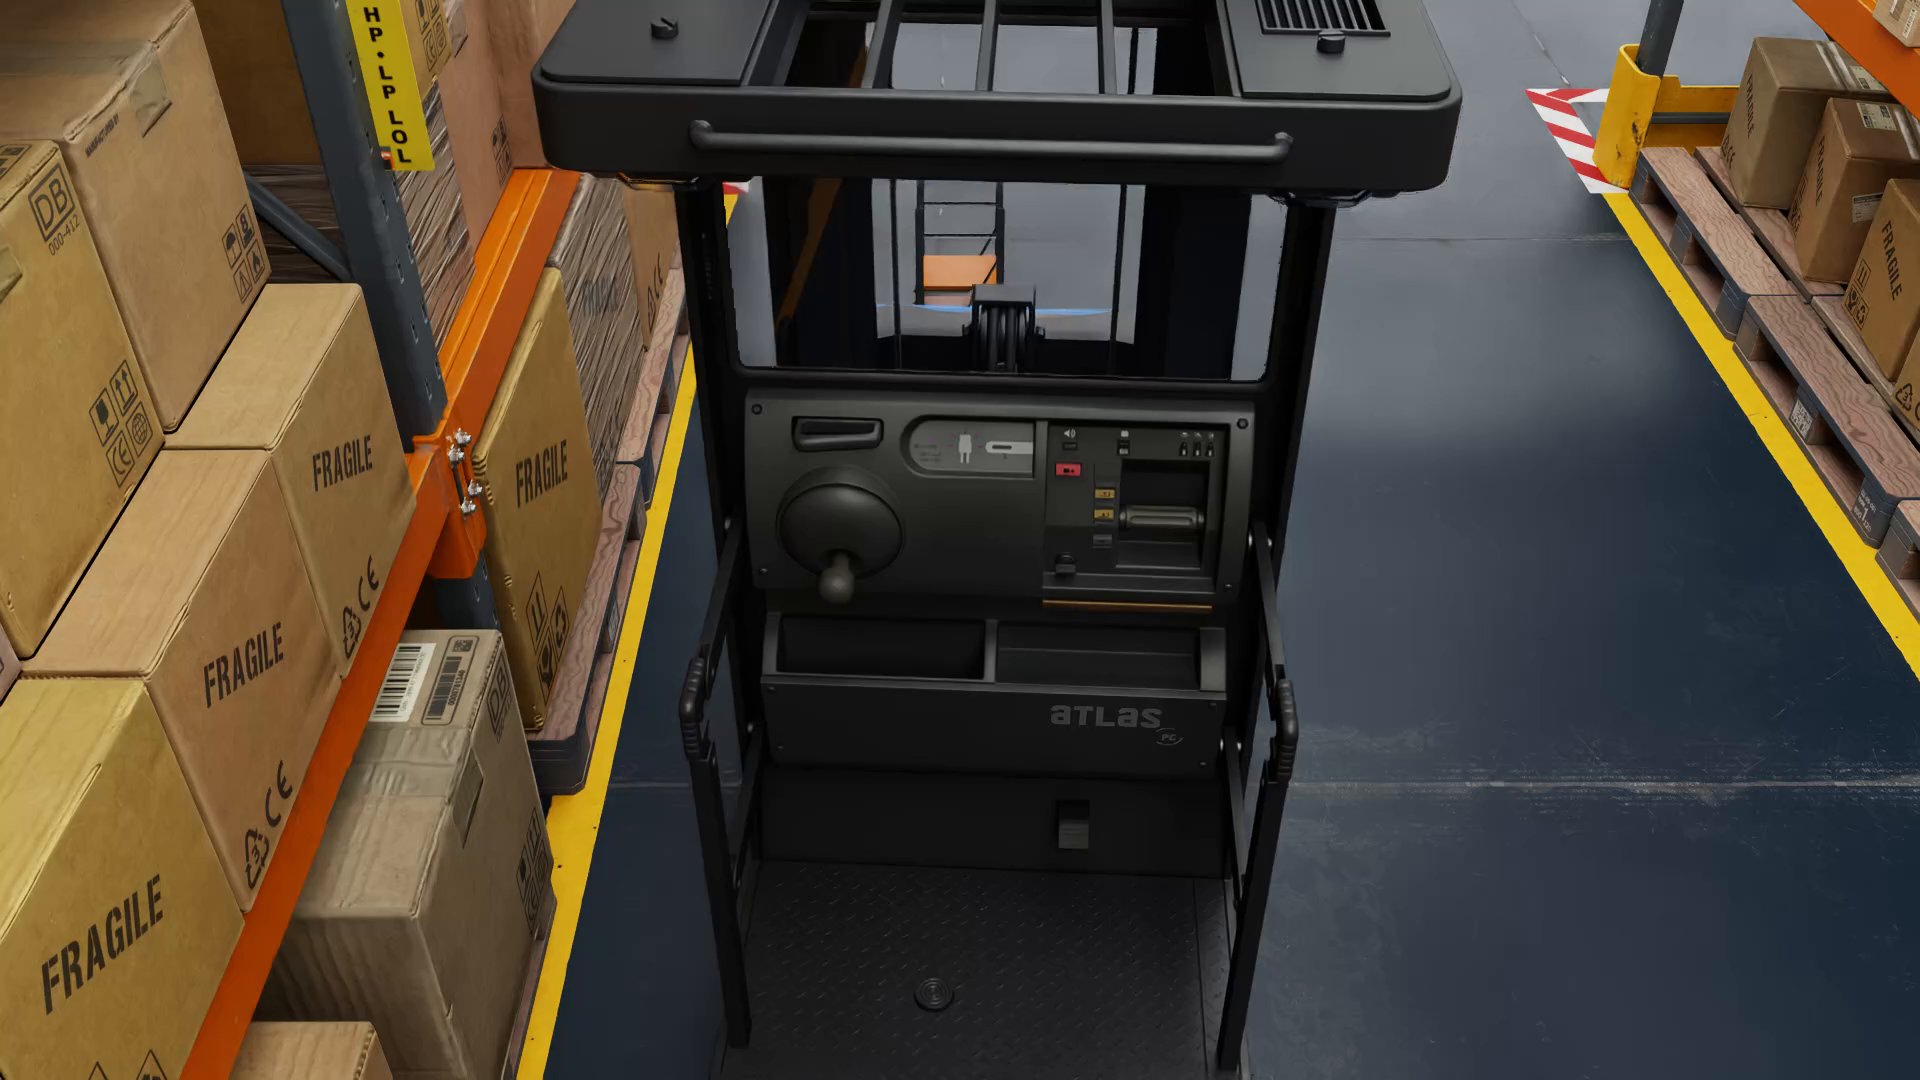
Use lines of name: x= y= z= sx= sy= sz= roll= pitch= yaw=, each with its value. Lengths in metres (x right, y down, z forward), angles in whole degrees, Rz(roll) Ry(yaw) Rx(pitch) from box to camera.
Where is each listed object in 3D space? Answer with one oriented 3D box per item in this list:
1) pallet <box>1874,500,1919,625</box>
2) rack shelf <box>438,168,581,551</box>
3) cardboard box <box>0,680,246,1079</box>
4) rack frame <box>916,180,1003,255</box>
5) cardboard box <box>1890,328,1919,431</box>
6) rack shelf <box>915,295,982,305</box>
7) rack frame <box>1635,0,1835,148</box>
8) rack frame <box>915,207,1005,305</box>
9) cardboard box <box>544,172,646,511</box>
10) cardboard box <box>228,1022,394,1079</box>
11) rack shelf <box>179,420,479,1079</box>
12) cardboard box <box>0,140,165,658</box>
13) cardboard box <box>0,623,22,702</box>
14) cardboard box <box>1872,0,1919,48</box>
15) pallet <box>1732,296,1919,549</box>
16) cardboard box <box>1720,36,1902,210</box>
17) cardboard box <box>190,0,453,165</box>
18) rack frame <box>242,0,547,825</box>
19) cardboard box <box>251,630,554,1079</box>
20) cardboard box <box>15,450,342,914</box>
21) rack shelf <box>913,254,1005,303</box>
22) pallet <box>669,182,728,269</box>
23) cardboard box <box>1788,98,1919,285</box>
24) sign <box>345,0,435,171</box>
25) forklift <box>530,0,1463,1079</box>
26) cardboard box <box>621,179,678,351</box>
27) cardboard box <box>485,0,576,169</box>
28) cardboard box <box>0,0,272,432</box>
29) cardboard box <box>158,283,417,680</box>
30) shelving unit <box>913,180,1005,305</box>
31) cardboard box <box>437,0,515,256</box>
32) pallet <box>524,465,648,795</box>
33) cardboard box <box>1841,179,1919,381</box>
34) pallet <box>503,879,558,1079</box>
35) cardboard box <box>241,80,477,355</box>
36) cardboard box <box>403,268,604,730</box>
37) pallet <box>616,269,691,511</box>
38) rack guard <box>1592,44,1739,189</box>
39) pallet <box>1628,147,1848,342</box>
pallet: x=3.349 y=0.336 z=4.662 sx=1.003 sy=0.211 sz=1.213 roll=0 pitch=39 yaw=0
rack shelf: x=-1.578 y=-1.362 z=5.126 sx=1.077 sy=0.370 sz=4.000 roll=0 pitch=39 yaw=0
cardboard box: x=-1.306 y=0.527 z=2.114 sx=0.500 sy=0.500 sz=0.500 roll=0 pitch=39 yaw=0
rack frame: x=0.000 y=-0.534 z=4.957 sx=0.240 sy=1.200 sz=0.006 roll=0 pitch=39 yaw=0
cardboard box: x=3.337 y=-0.518 z=5.160 sx=0.500 sy=0.500 sz=0.500 roll=-3 pitch=39 yaw=-4
rack shelf: x=0.000 y=-0.630 z=4.764 sx=0.258 sy=0.103 sz=0.180 roll=0 pitch=39 yaw=0
rack frame: x=3.380 y=-2.834 z=6.388 sx=1.000 sy=3.000 sz=0.127 roll=0 pitch=39 yaw=0
rack frame: x=0.000 y=-0.420 z=4.815 sx=0.240 sy=1.200 sz=0.006 roll=0 pitch=39 yaw=0
cardboard box: x=-1.511 y=-0.684 z=5.068 sx=0.875 sy=0.875 sz=0.875 roll=0 pitch=39 yaw=0
cardboard box: x=-1.487 y=1.313 z=2.676 sx=1.050 sy=0.750 sz=0.750 roll=0 pitch=39 yaw=0
rack shelf: x=-1.573 y=1.139 z=2.005 sx=1.077 sy=0.370 sz=4.000 roll=0 pitch=39 yaw=0
cardboard box: x=-1.566 y=-0.189 z=2.208 sx=0.700 sy=0.500 sz=0.500 roll=-1 pitch=39 yaw=-1
cardboard box: x=-1.566 y=0.127 z=1.814 sx=0.700 sy=0.500 sz=0.500 roll=0 pitch=39 yaw=0
cardboard box: x=3.047 y=-1.619 z=5.073 sx=0.380 sy=0.149 sz=0.250 roll=0 pitch=39 yaw=0
pallet: x=3.344 y=-0.429 z=5.617 sx=1.003 sy=0.211 sz=1.213 roll=0 pitch=39 yaw=0
cardboard box: x=3.364 y=-1.632 z=6.551 sx=0.500 sy=0.500 sz=0.500 roll=7 pitch=39 yaw=8
cardboard box: x=-1.541 y=-1.103 z=3.244 sx=0.875 sy=0.550 sz=0.550 roll=0 pitch=39 yaw=0
rack frame: x=-1.575 y=-0.392 z=3.341 sx=1.000 sy=3.000 sz=0.127 roll=0 pitch=39 yaw=0
cardboard box: x=-1.485 y=0.710 z=3.429 sx=1.050 sy=0.750 sz=0.750 roll=0 pitch=39 yaw=0
cardboard box: x=-1.307 y=0.211 z=2.508 sx=0.500 sy=0.500 sz=0.500 roll=0 pitch=39 yaw=-1
rack shelf: x=0.000 y=-0.724 z=4.689 sx=0.258 sy=0.103 sz=0.180 roll=0 pitch=39 yaw=0
pallet: x=-1.501 y=-1.305 z=6.710 sx=1.003 sy=0.211 sz=1.213 roll=0 pitch=39 yaw=0
cardboard box: x=3.399 y=-1.258 z=6.084 sx=0.500 sy=0.500 sz=0.500 roll=10 pitch=40 yaw=12
sign: x=-1.033 y=-0.820 z=3.012 sx=0.100 sy=0.325 sz=0.005 roll=0 pitch=39 yaw=0
forklift: x=0.059 y=0.006 z=2.899 sx=1.130 sy=2.935 sz=3.031 roll=2 pitch=39 yaw=2
cardboard box: x=-1.510 y=-1.254 z=5.780 sx=0.875 sy=0.875 sz=0.875 roll=-1 pitch=39 yaw=-1
cardboard box: x=-1.494 y=-1.363 z=4.432 sx=0.875 sy=0.550 sz=0.550 roll=0 pitch=39 yaw=0
cardboard box: x=-1.569 y=-0.511 z=2.609 sx=0.700 sy=0.500 sz=0.500 roll=-1 pitch=39 yaw=-1
cardboard box: x=-1.307 y=-0.105 z=2.903 sx=0.500 sy=0.500 sz=0.500 roll=0 pitch=39 yaw=0
shelving unit: x=0.000 y=-0.477 z=4.886 sx=0.258 sy=1.200 sz=0.189 roll=0 pitch=39 yaw=0
cardboard box: x=-1.611 y=-1.025 z=4.011 sx=0.875 sy=0.550 sz=0.550 roll=0 pitch=39 yaw=0
pallet: x=-1.498 y=0.220 z=4.806 sx=1.003 sy=0.211 sz=1.213 roll=0 pitch=39 yaw=0
cardboard box: x=3.381 y=-0.867 z=5.596 sx=0.500 sy=0.500 sz=0.500 roll=3 pitch=39 yaw=4
pallet: x=-1.499 y=1.178 z=3.611 sx=1.003 sy=0.211 sz=1.213 roll=0 pitch=39 yaw=0
cardboard box: x=-1.588 y=-0.681 z=3.582 sx=0.875 sy=0.550 sz=0.550 roll=0 pitch=39 yaw=0
cardboard box: x=-1.506 y=-0.120 z=4.365 sx=0.875 sy=0.875 sz=0.875 roll=1 pitch=39 yaw=1
pallet: x=-1.502 y=-0.544 z=5.761 sx=1.003 sy=0.211 sz=1.213 roll=0 pitch=39 yaw=0
rack guard: x=3.380 y=-1.811 z=7.110 sx=1.175 sy=0.500 sz=0.348 roll=0 pitch=39 yaw=0
pallet: x=3.346 y=-1.190 z=6.566 sx=1.003 sy=0.211 sz=1.213 roll=0 pitch=39 yaw=0
